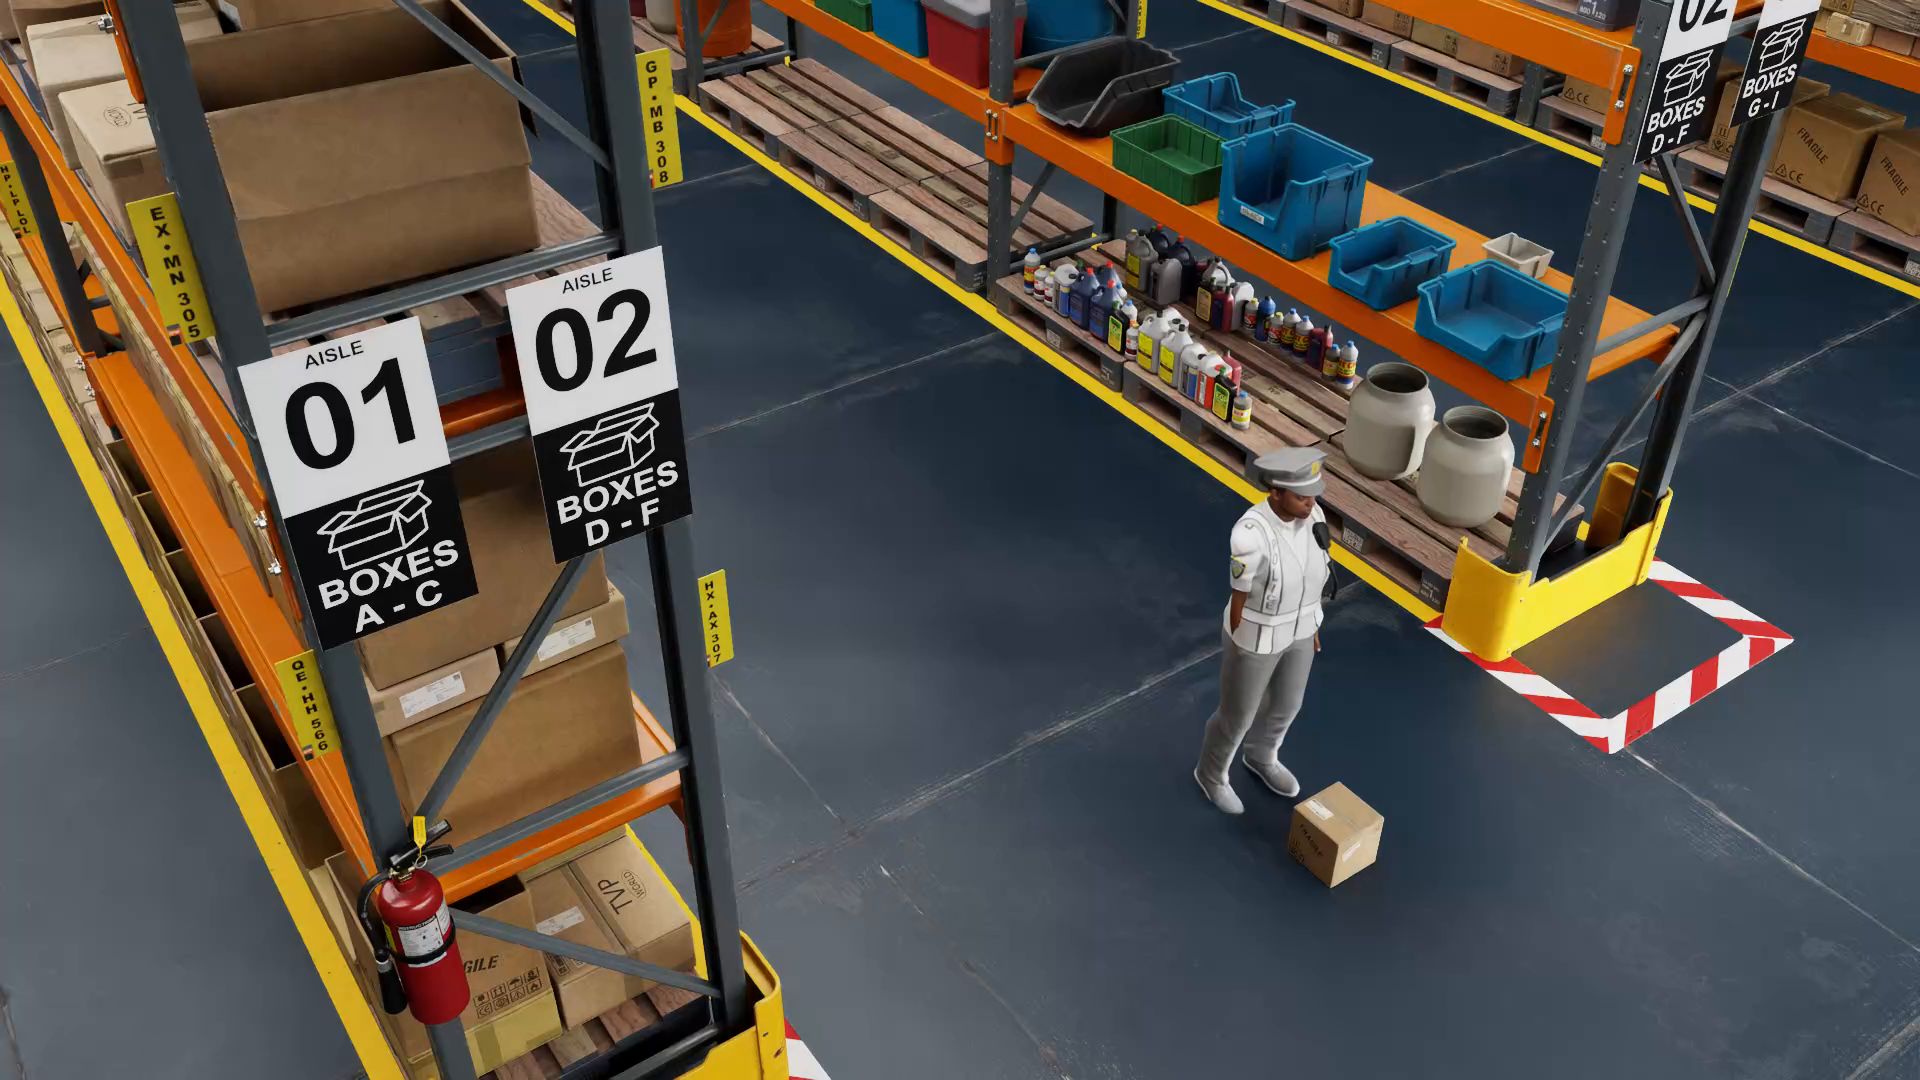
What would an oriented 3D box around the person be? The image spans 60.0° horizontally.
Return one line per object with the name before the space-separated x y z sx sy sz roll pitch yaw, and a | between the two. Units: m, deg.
person | 1.225 0.373 6.516 0.436 1.716 0.347 -22 42 -26
